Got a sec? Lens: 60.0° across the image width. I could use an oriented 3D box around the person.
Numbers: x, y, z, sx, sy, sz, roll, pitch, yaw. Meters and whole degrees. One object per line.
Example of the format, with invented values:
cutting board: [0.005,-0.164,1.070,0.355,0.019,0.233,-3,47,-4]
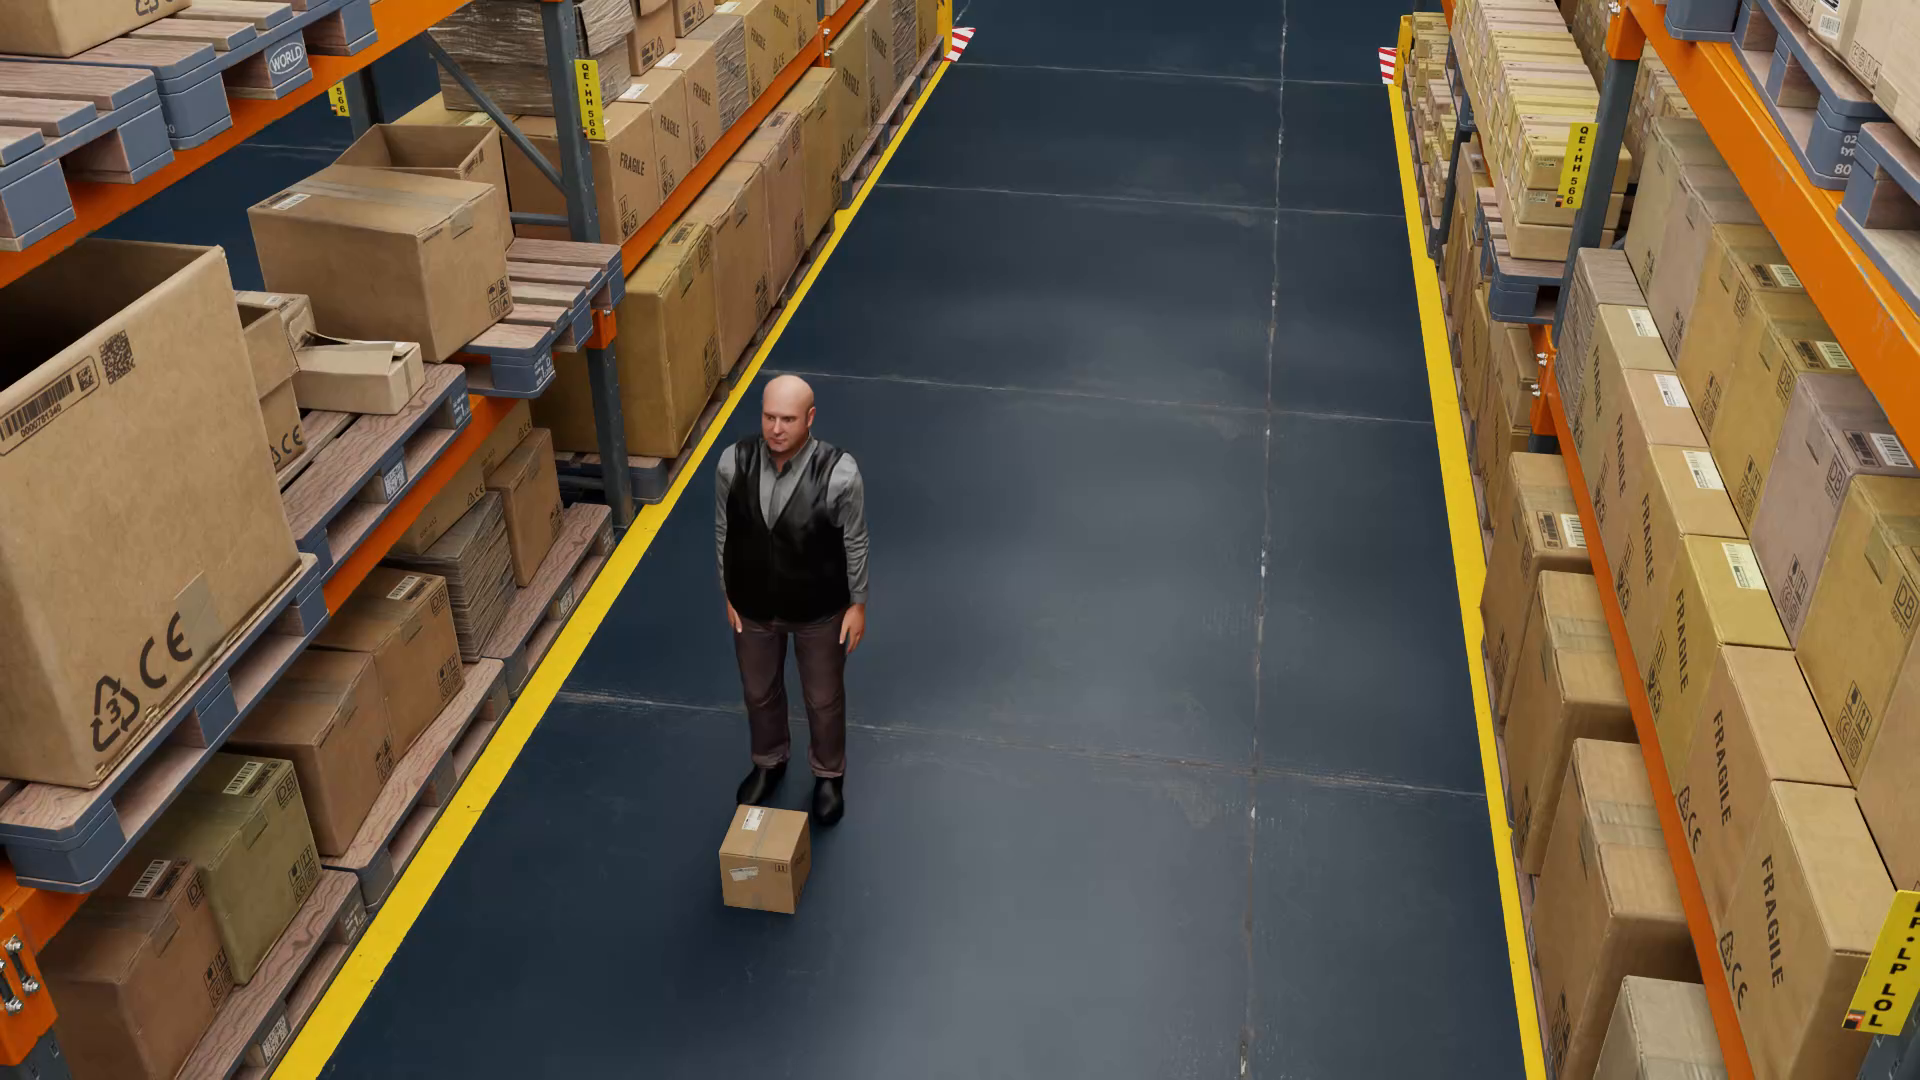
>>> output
person: [-0.581,0.236,5.800,0.541,1.745,0.362,5,33,8]
